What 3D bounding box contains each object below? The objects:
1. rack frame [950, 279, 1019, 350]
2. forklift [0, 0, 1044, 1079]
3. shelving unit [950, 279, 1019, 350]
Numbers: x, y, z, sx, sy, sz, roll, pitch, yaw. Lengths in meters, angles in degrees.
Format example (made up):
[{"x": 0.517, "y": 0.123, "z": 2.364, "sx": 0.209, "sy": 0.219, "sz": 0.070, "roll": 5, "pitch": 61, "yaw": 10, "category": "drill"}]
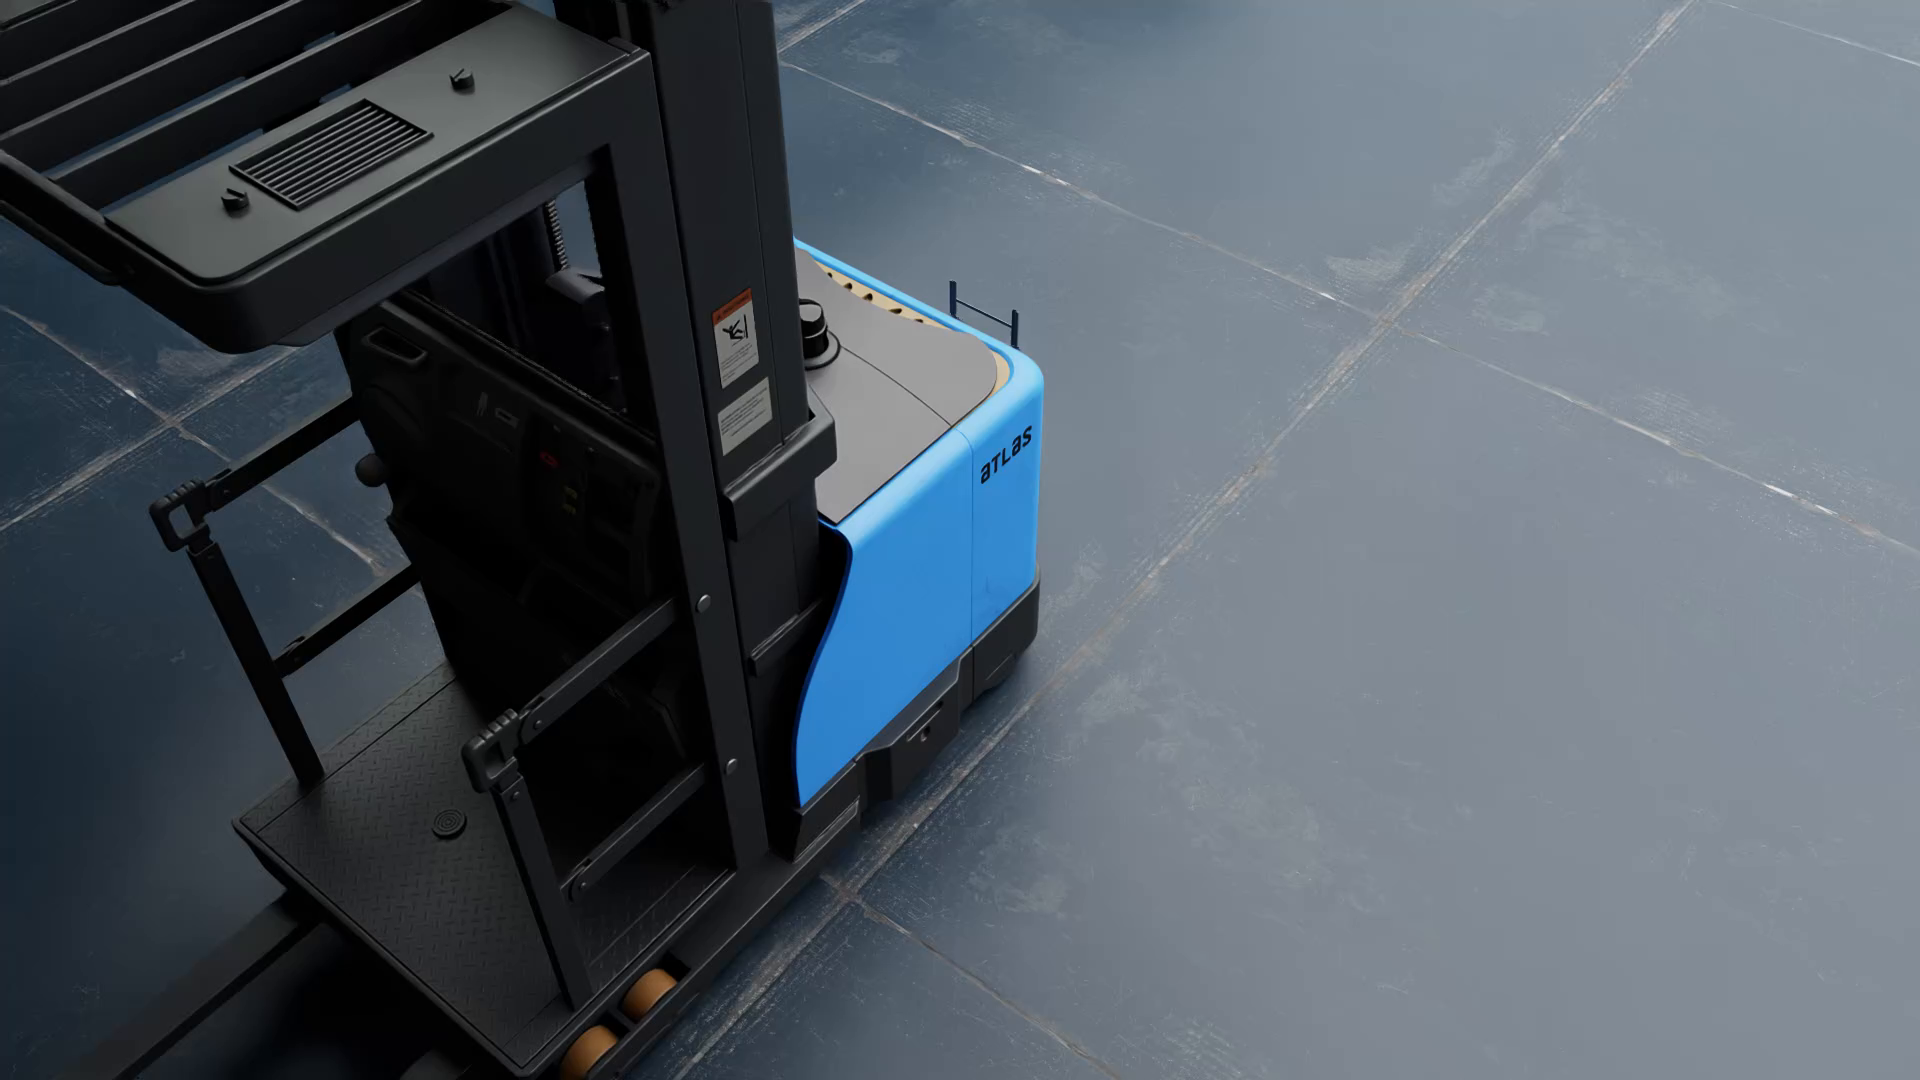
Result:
[{"x": 0.067, "y": -0.374, "z": 4.985, "sx": 0.240, "sy": 0.900, "sz": 0.006, "roll": 29, "pitch": 53, "yaw": 25, "category": "rack frame"}, {"x": -1.083, "y": -0.098, "z": 3.317, "sx": 1.130, "sy": 2.935, "sz": 3.031, "roll": 30, "pitch": 53, "yaw": 26, "category": "forklift"}, {"x": 0.005, "y": -0.315, "z": 4.929, "sx": 0.258, "sy": 0.900, "sz": 0.210, "roll": 29, "pitch": 53, "yaw": 25, "category": "shelving unit"}]
